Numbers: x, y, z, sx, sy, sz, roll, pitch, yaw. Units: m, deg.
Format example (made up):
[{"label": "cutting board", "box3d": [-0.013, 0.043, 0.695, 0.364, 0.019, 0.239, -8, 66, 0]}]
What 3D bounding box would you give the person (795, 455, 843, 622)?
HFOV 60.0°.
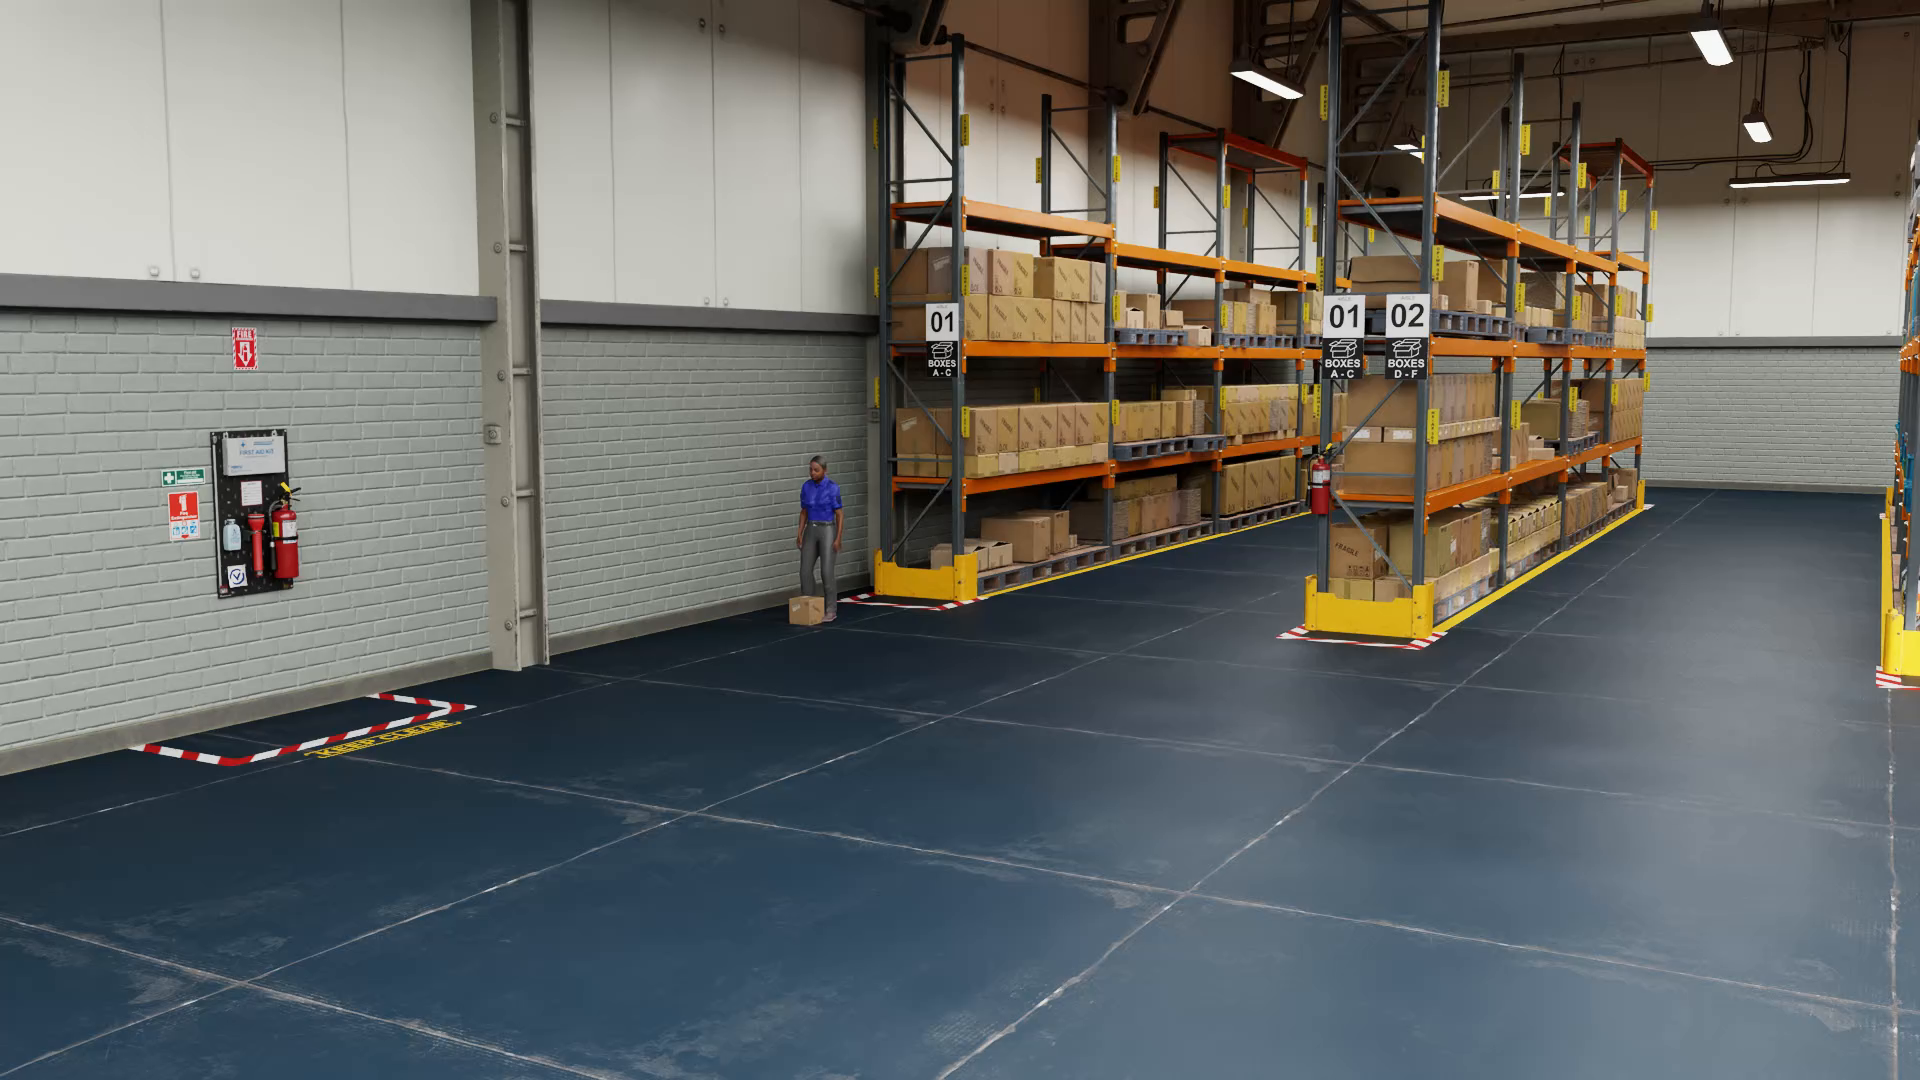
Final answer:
[{"label": "person", "box3d": [-1.413, -0.022, 16.595, 0.528, 1.656, 0.347, 3, 7, 26]}]
